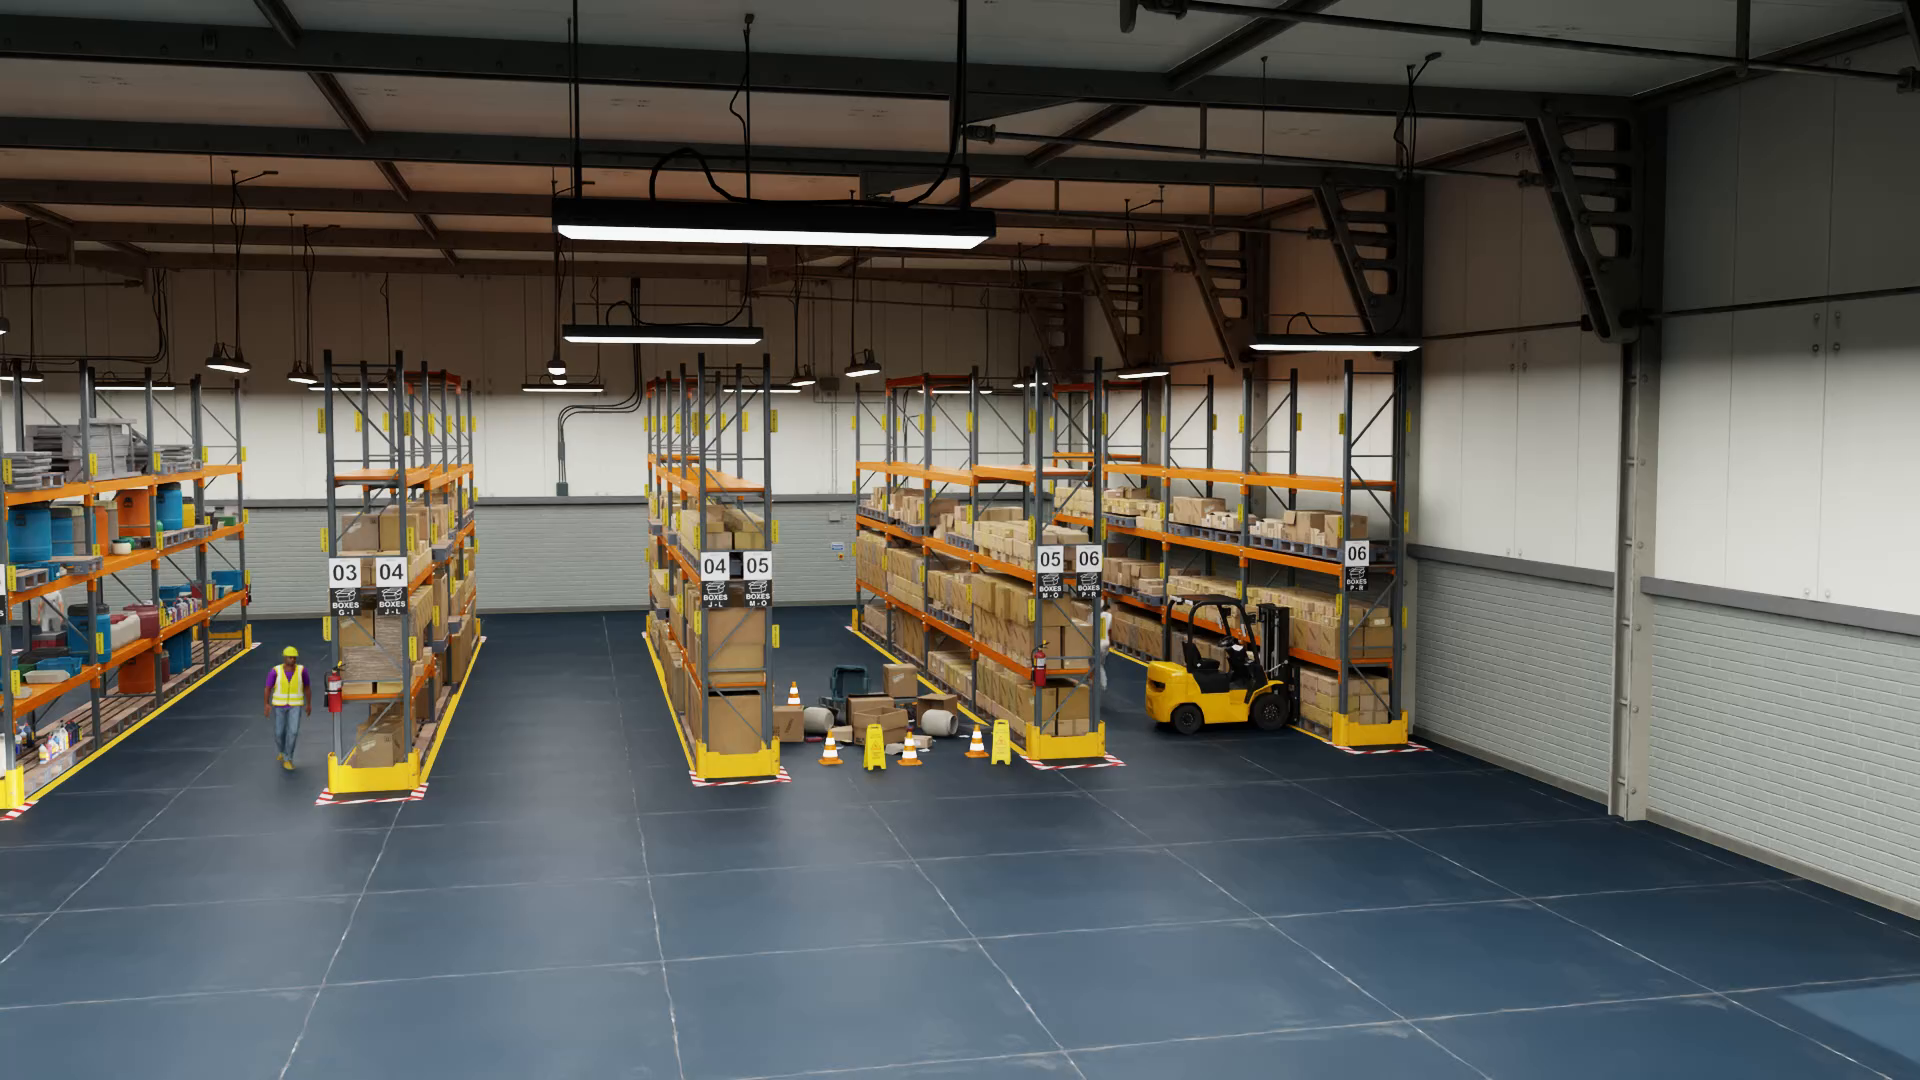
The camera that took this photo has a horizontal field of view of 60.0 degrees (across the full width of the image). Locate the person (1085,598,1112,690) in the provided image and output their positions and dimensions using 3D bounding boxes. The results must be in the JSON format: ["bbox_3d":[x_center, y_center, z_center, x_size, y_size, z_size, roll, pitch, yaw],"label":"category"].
[{"bbox_3d":[2.467,1.859,29.689,0.572,1.713,0.630,-1,4,-18],"label":"person"}]

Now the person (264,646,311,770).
[{"bbox_3d":[-9.860,2.457,24.395,0.662,1.784,0.697,-2,4,-26],"label":"person"}]

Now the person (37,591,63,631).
[{"bbox_3d":[-19.702,1.664,35.989,0.552,1.601,1.029,-1,4,-18],"label":"person"}]
